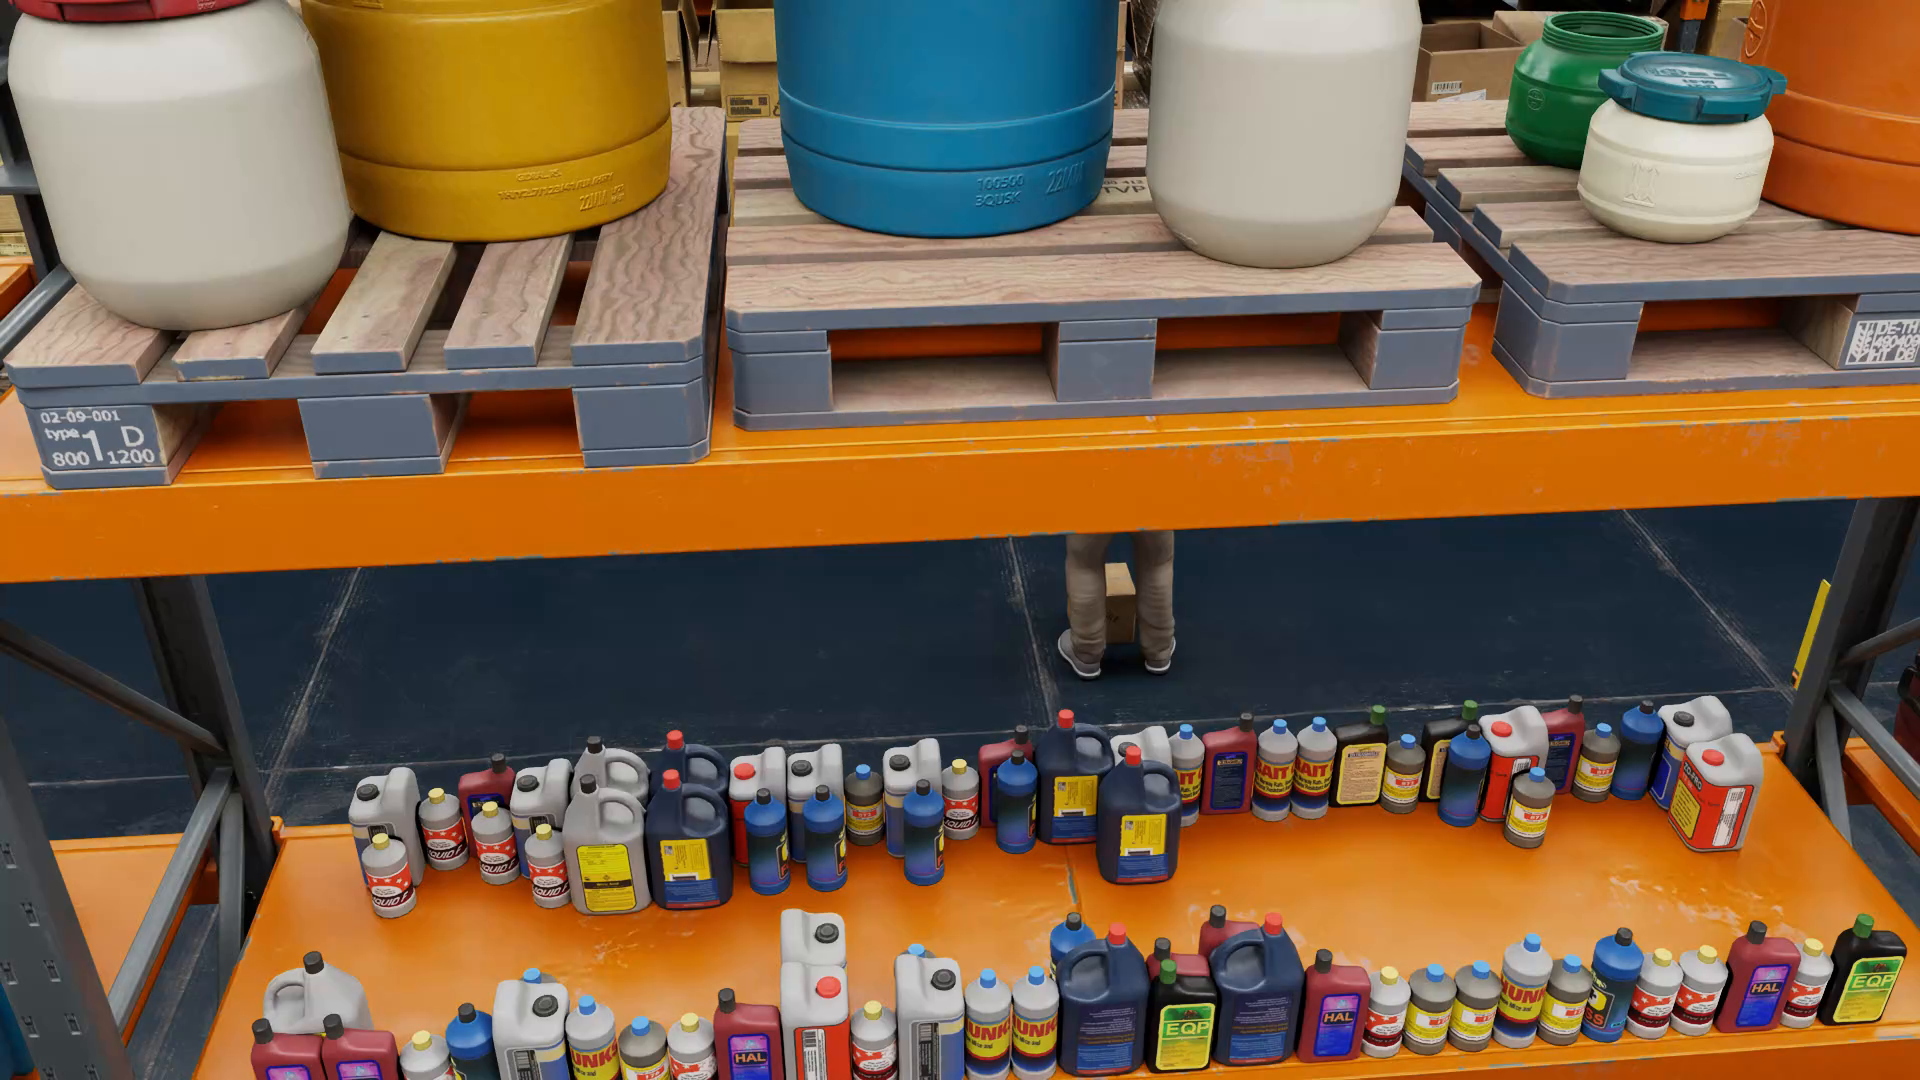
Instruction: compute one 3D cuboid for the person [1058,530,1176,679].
[{"bbox_3d":[0.631,-0.232,6.534,0.595,1.727,0.381,-3,31,-6],"label":"person"}]
